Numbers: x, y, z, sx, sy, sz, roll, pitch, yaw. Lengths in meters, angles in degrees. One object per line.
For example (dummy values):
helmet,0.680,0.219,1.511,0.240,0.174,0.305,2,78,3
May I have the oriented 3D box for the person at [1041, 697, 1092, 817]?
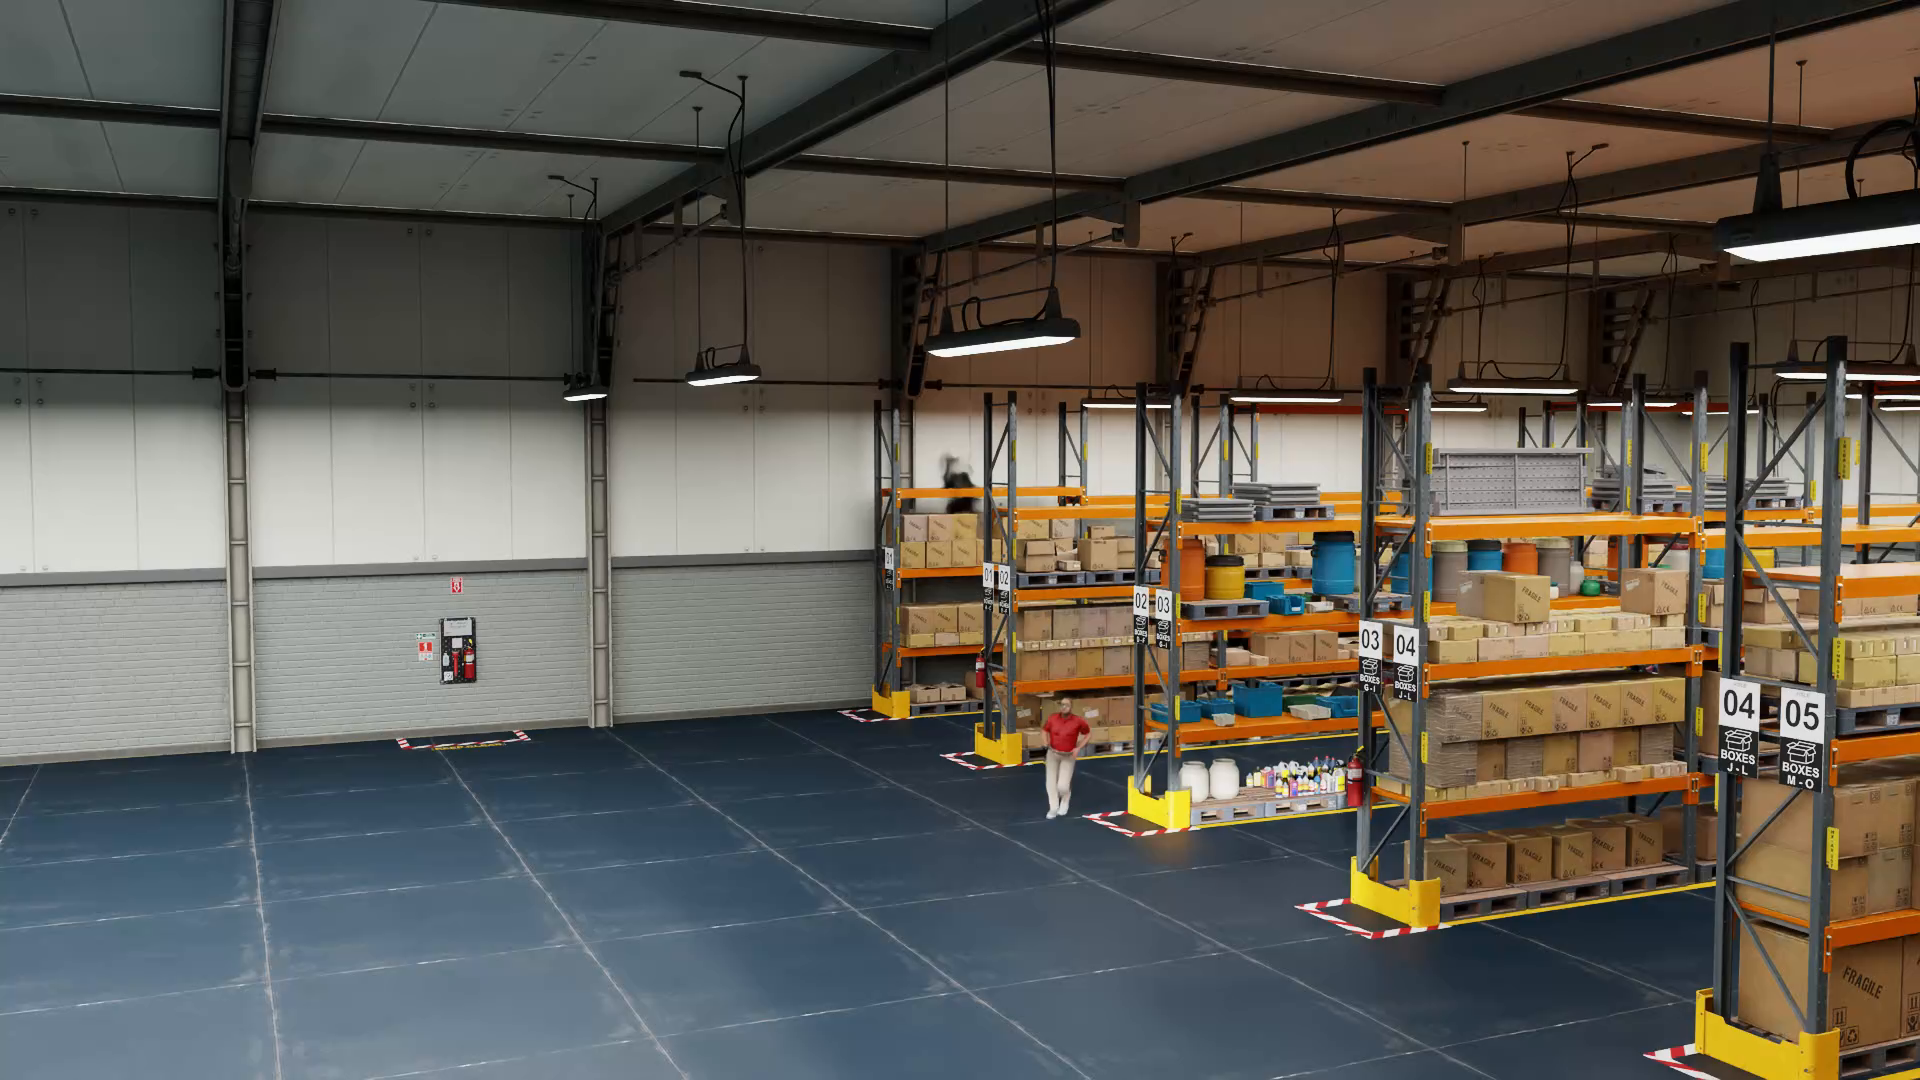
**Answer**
person,1.412,2.997,22.819,0.675,1.672,0.598,1,4,21
